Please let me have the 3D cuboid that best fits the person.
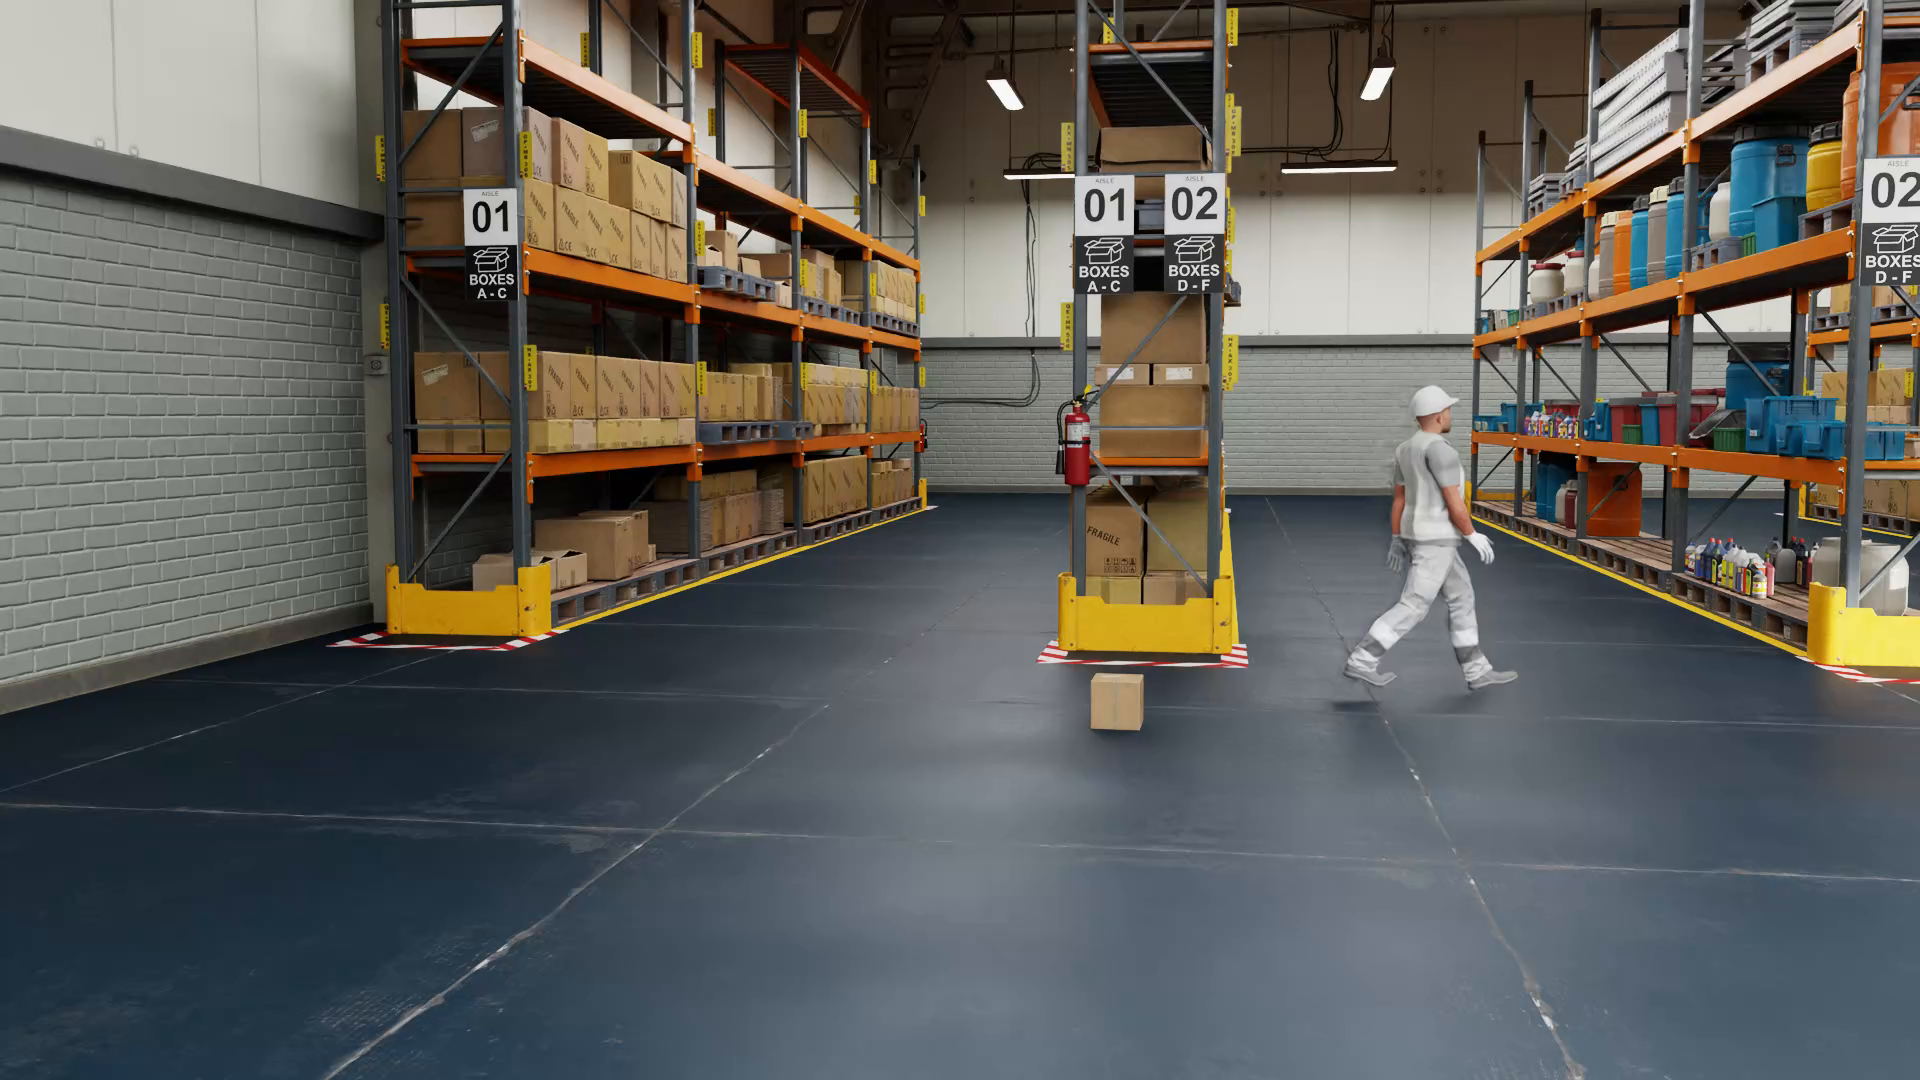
[{"bbox_3d":[2.689,0.003,9.401,1.073,1.743,0.527,0,4,-4],"label":"person"}]
